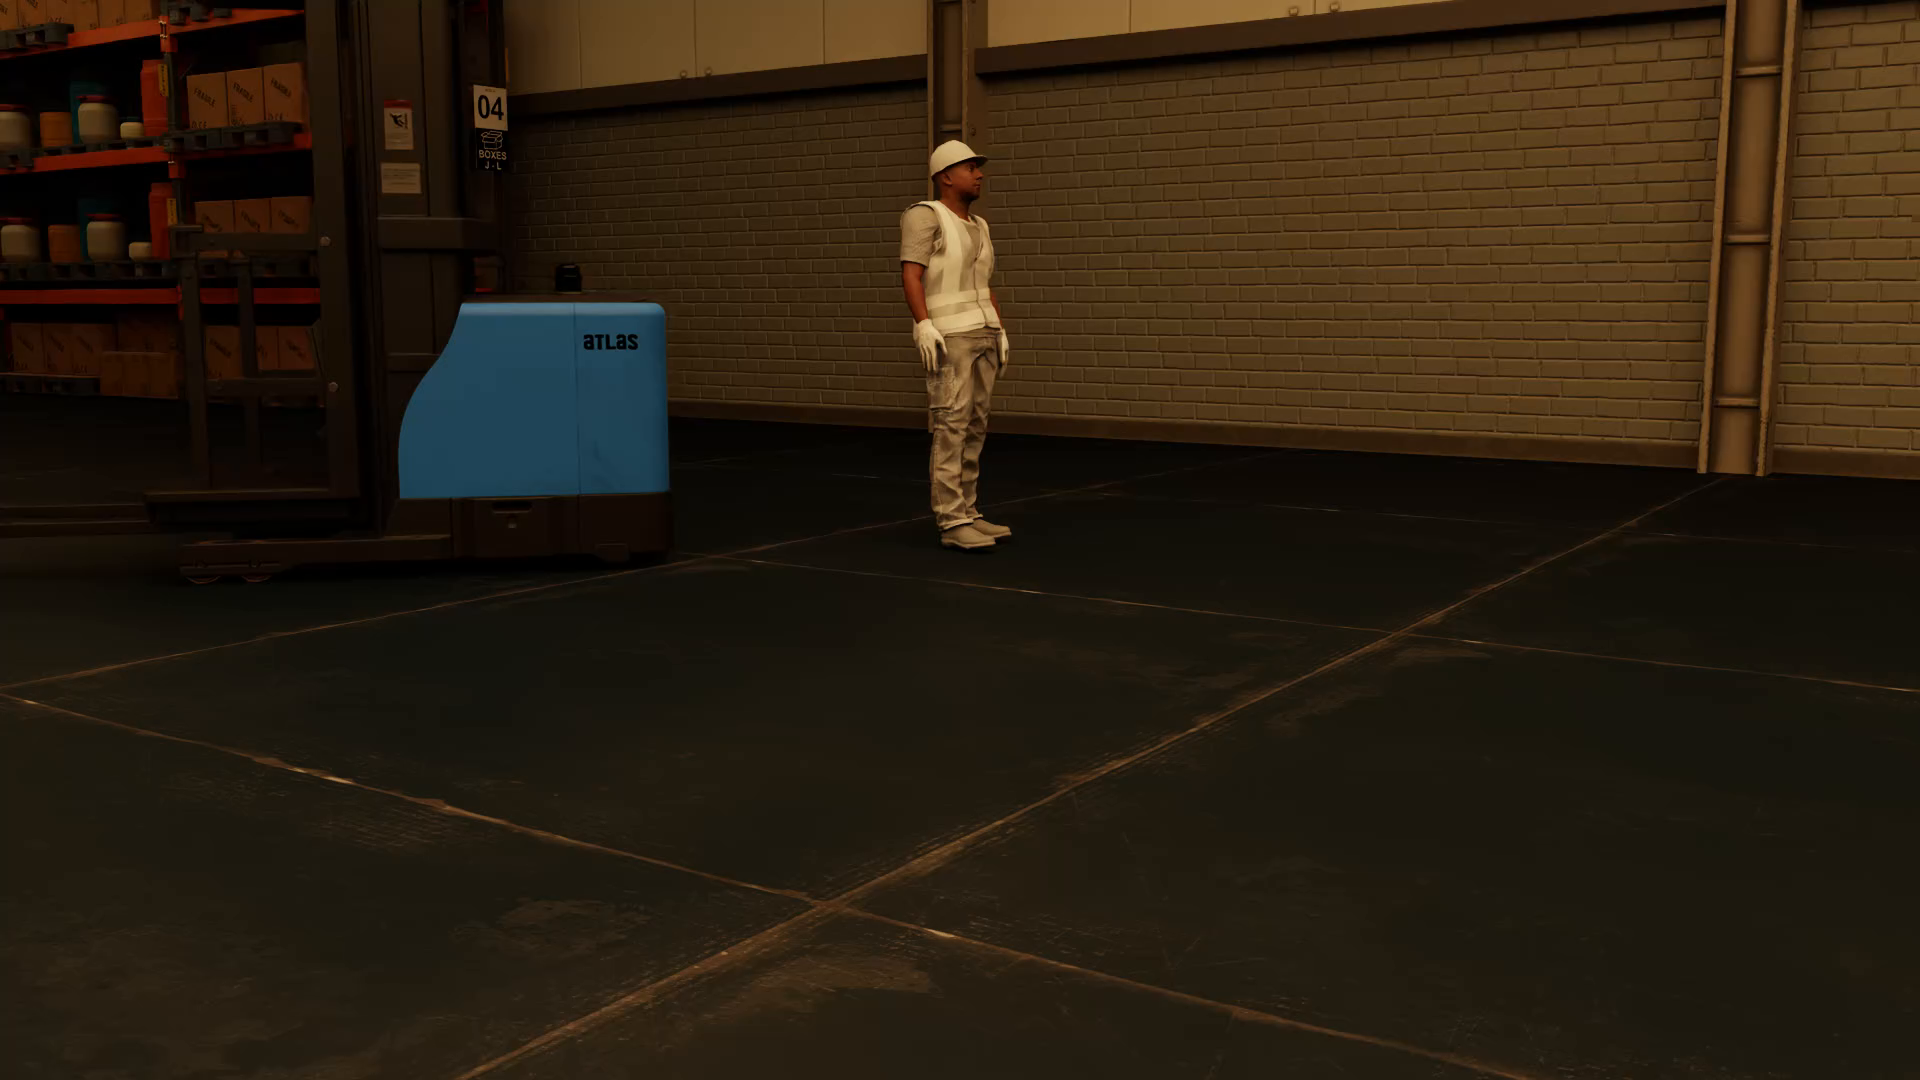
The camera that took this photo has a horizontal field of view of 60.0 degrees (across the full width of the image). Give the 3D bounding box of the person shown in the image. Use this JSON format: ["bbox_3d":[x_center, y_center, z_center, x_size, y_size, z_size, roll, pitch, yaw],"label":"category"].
[{"bbox_3d":[0.056,-0.883,7.431,0.575,1.784,0.656,5,10,34],"label":"person"}]

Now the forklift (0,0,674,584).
[{"bbox_3d":[-2.750,-1.362,6.768,3.031,2.935,1.130,-2,8,-12],"label":"forklift"}]
